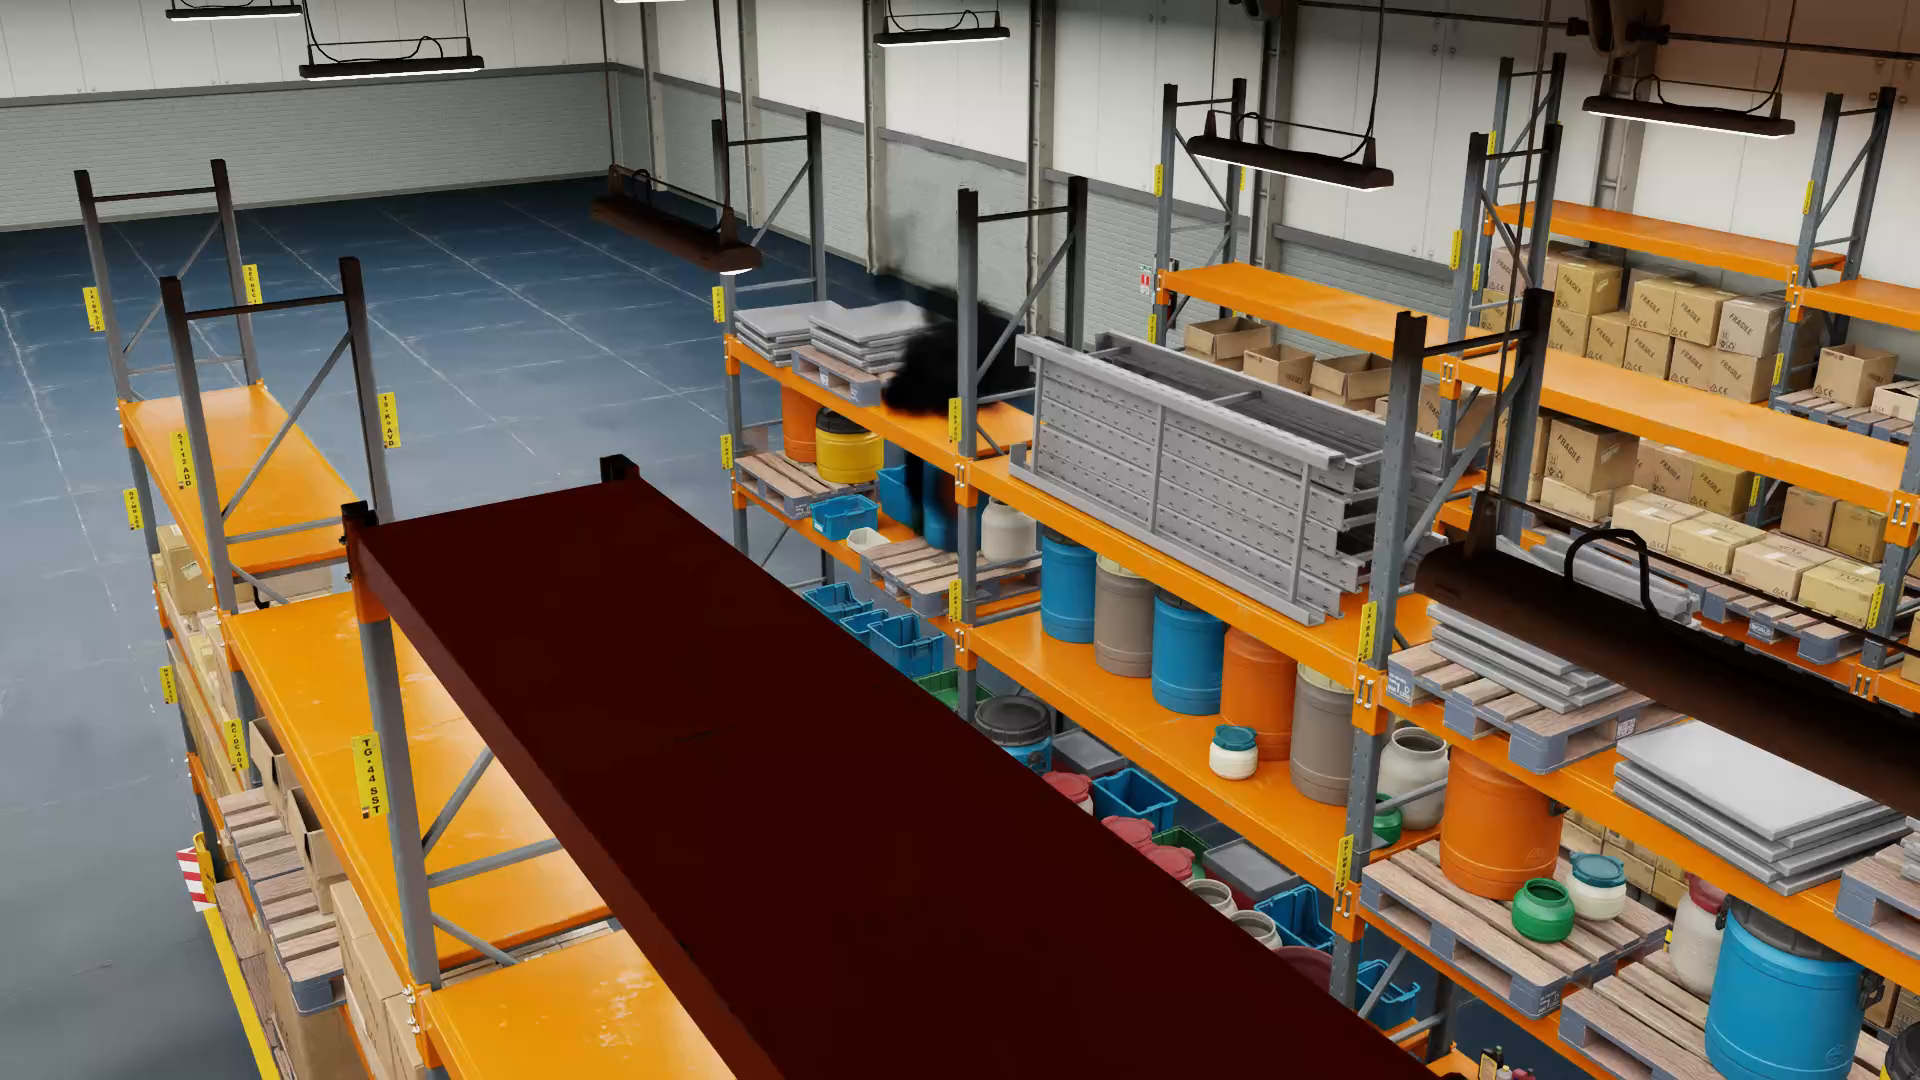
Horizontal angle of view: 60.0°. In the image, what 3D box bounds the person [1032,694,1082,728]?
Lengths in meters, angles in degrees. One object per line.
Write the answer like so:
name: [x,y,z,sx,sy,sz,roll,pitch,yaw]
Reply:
person: [0.886,1.109,15.610,0.584,1.639,0.884,-20,29,-40]
